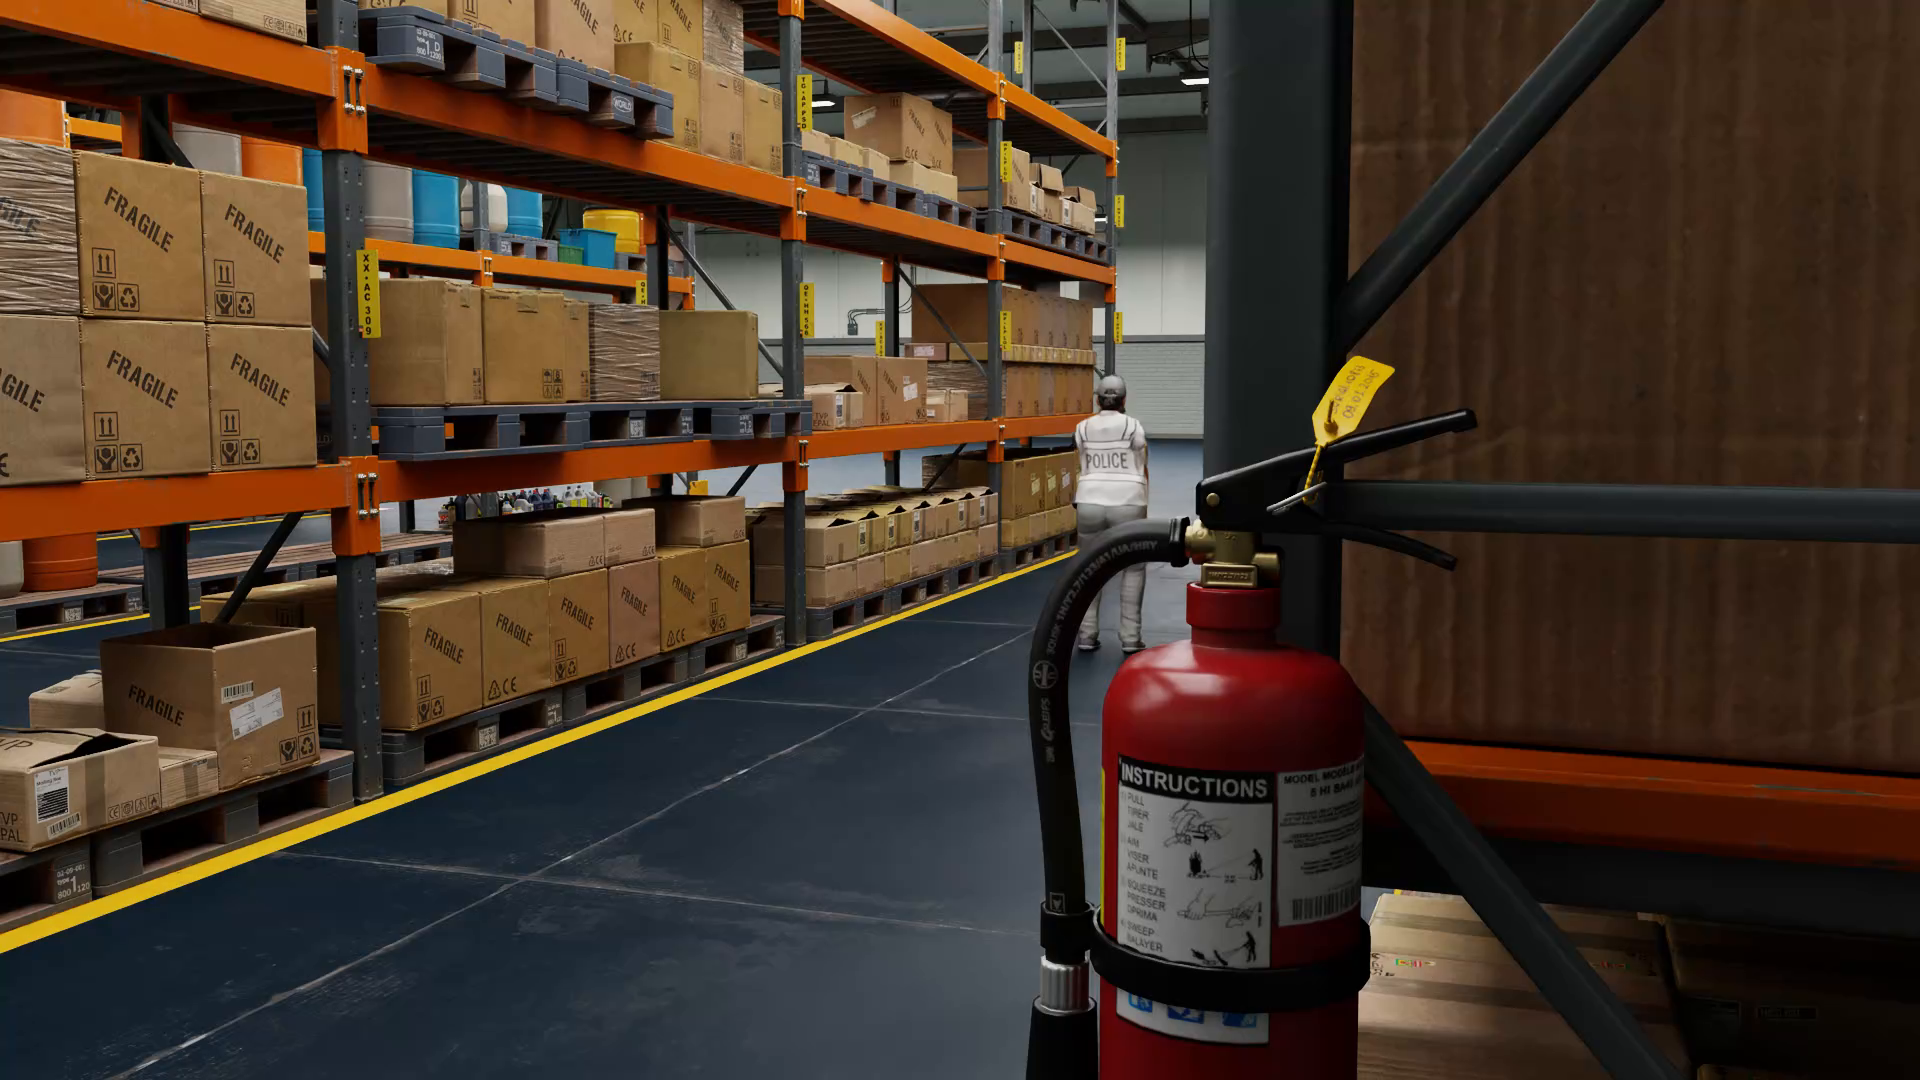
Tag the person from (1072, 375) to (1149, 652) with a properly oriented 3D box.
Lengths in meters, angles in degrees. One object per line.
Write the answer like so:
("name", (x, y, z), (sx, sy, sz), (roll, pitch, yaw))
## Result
("person", (0.922, -0.160, 10.037), (0.452, 1.660, 0.560), (2, 6, 18))
